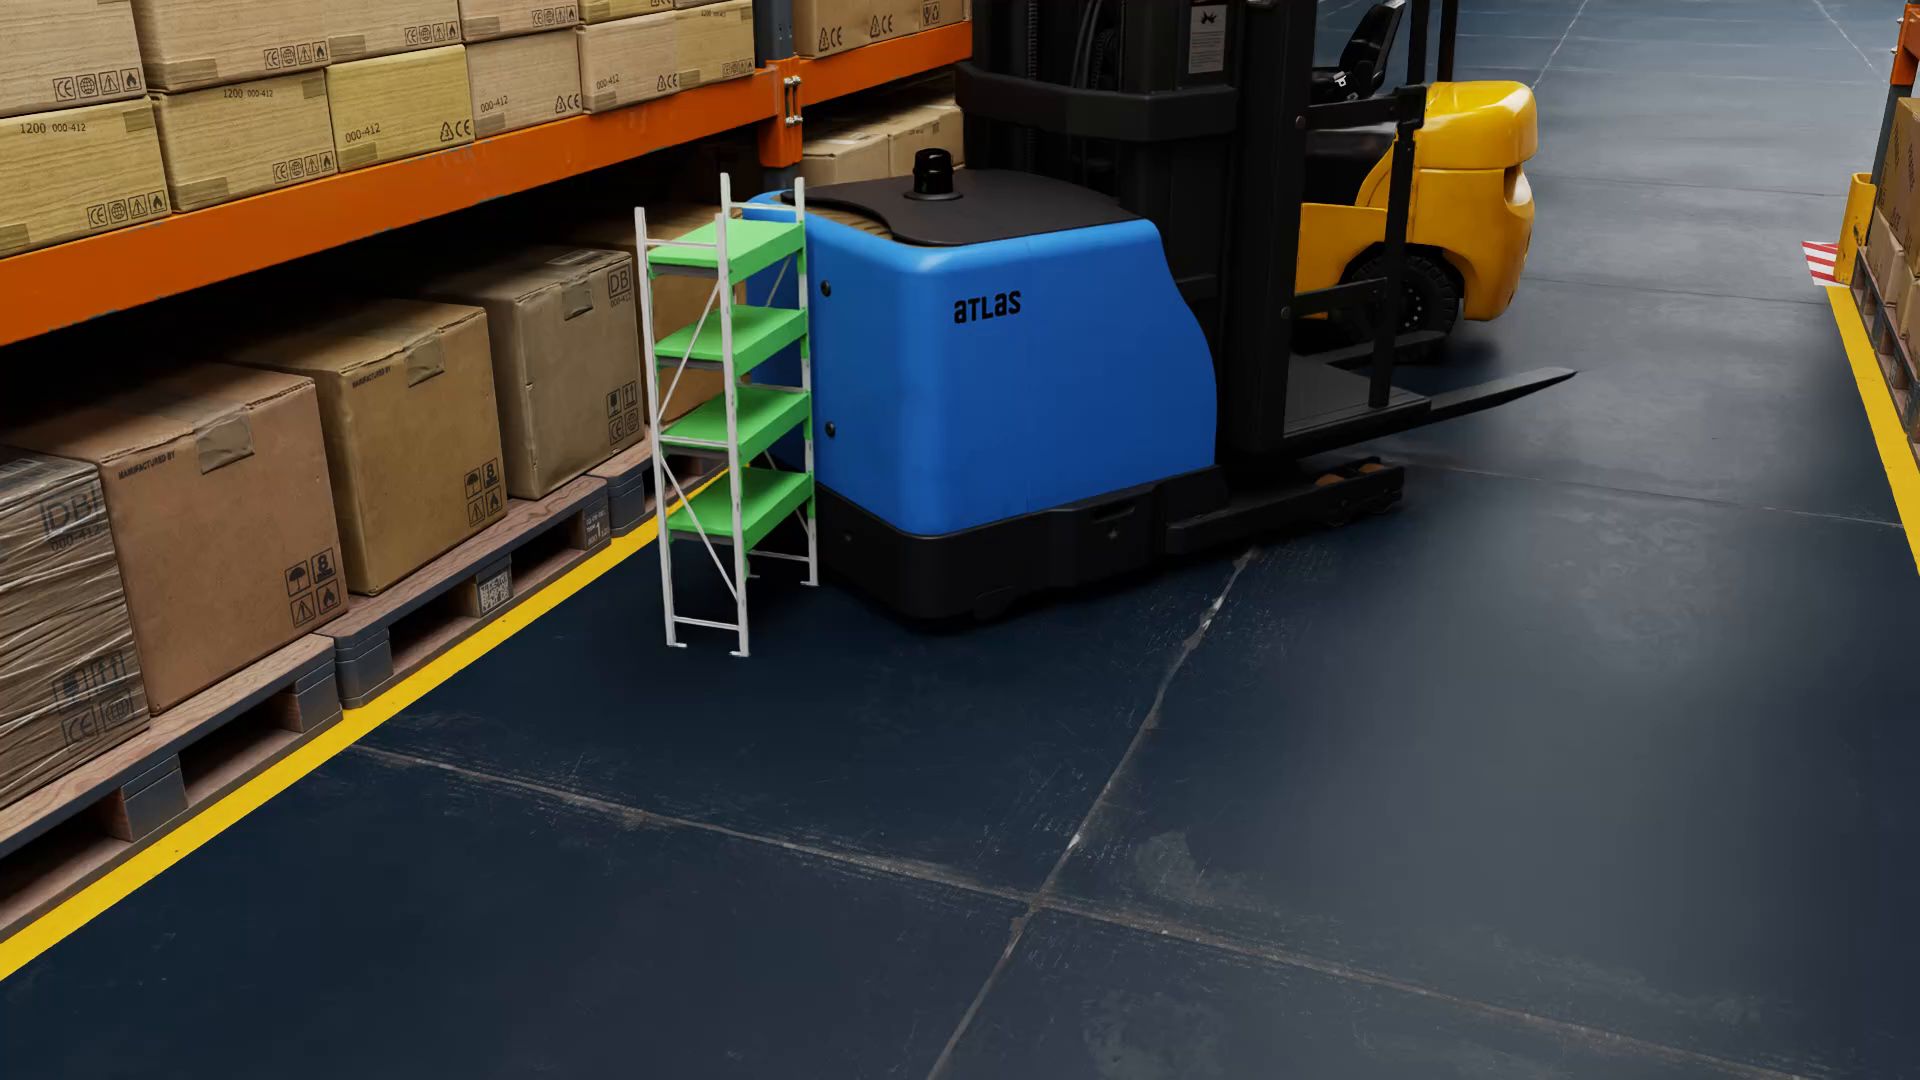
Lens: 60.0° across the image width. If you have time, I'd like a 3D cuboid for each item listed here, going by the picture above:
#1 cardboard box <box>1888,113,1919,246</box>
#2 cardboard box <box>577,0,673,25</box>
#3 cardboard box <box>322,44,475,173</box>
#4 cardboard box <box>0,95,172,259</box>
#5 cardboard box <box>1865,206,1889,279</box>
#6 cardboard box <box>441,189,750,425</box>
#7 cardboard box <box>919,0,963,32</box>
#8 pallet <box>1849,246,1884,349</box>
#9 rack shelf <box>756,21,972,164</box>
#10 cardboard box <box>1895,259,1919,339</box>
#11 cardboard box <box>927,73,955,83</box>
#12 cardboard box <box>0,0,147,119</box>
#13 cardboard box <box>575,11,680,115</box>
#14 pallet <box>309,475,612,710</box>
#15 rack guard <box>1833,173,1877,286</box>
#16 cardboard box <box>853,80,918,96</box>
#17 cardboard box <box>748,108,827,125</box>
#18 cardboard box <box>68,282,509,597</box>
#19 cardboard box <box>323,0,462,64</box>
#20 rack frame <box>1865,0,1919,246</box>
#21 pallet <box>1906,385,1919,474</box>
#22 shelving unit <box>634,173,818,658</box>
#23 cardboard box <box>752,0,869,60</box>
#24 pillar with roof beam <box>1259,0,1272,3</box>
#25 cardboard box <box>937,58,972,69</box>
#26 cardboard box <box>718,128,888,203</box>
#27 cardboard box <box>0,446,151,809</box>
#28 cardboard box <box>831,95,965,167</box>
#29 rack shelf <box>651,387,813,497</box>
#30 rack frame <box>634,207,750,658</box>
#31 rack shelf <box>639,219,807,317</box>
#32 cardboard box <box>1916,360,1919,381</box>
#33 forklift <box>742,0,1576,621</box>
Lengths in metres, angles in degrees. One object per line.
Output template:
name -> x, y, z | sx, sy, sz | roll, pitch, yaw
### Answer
cardboard box -> 4.261, -1.490, 6.974 | 0.500, 0.500, 0.500 | 8, 24, 18
cardboard box -> -1.210, -1.706, 4.988 | 0.500, 0.250, 0.500 | 8, 24, 19
cardboard box -> -1.604, -1.115, 4.222 | 0.500, 0.250, 0.500 | 10, 25, 22
cardboard box -> -1.983, -0.744, 3.334 | 0.500, 0.250, 0.500 | 8, 24, 19
cardboard box -> 4.459, -1.340, 7.588 | 0.500, 0.250, 0.500 | 9, 24, 20
cardboard box -> -1.264, -0.851, 5.933 | 0.875, 0.625, 0.625 | 10, 25, 22
cardboard box -> -0.308, -2.479, 7.164 | 0.500, 0.500, 0.500 | 9, 24, 20
pallet -> 4.653, -1.064, 7.524 | 1.003, 0.211, 1.213 | 9, 24, 20
rack shelf -> -0.337, -2.326, 7.859 | 1.077, 0.370, 4.000 | 9, 24, 20
cardboard box -> 4.071, -0.961, 6.682 | 0.500, 0.250, 0.500 | 11, 25, 24
cardboard box -> 0.162, -2.185, 8.314 | 0.500, 0.250, 0.500 | 9, 24, 21
cardboard box -> -1.987, -0.975, 3.238 | 0.500, 0.250, 0.500 | 10, 25, 22
cardboard box -> -1.206, -1.474, 5.082 | 0.500, 0.250, 0.500 | 9, 24, 20
pallet -> -1.769, 0.052, 4.851 | 1.003, 0.211, 1.213 | 9, 24, 20
rack guard -> 4.987, -1.483, 8.152 | 1.175, 0.500, 0.348 | 9, 24, 20
cardboard box -> -0.523, -2.076, 8.053 | 0.500, 0.250, 0.500 | 8, 24, 19
cardboard box -> -0.903, -1.715, 7.190 | 0.500, 0.250, 0.500 | 8, 24, 19
cardboard box -> -1.836, -0.306, 4.626 | 0.875, 0.625, 0.625 | 8, 24, 18
cardboard box -> -1.610, -1.346, 4.126 | 0.500, 0.250, 0.500 | 9, 24, 21
rack frame -> 5.015, -2.664, 7.736 | 1.000, 3.000, 0.127 | 9, 24, 20
pallet -> 3.746, -0.191, 5.434 | 1.003, 0.211, 1.213 | 9, 24, 20
shelving unit -> -0.611, -0.341, 4.511 | 0.258, 1.200, 0.503 | 7, 24, 16
cardboard box -> -0.673, -2.109, 6.278 | 0.500, 0.500, 0.500 | 8, 24, 19
pillar with roof beam -> 7.764, -9.699, 16.795 | 9.100, 9.000, 0.400 | 9, 24, 20
cardboard box -> -0.131, -2.435, 8.914 | 0.500, 0.250, 0.500 | 9, 24, 20
cardboard box -> -0.609, -1.456, 6.570 | 0.500, 0.250, 0.500 | 8, 24, 19
cardboard box -> -2.322, 0.170, 3.486 | 0.875, 0.625, 0.625 | 10, 25, 22
cardboard box -> -0.236, -1.818, 7.435 | 0.500, 0.250, 0.500 | 10, 25, 22
rack shelf -> -0.611, -0.282, 4.535 | 0.258, 0.148, 0.480 | 7, 24, 16
rack frame -> -0.686, -0.252, 4.296 | 0.240, 1.200, 0.015 | 7, 24, 16
rack shelf -> -0.611, -0.725, 4.350 | 0.258, 0.148, 0.480 | 7, 24, 16
cardboard box -> 3.688, -0.600, 5.816 | 0.500, 0.250, 0.500 | 8, 24, 19
forklift -> 0.848, -1.549, 5.156 | 3.031, 2.935, 1.130 | -15, 27, -31
